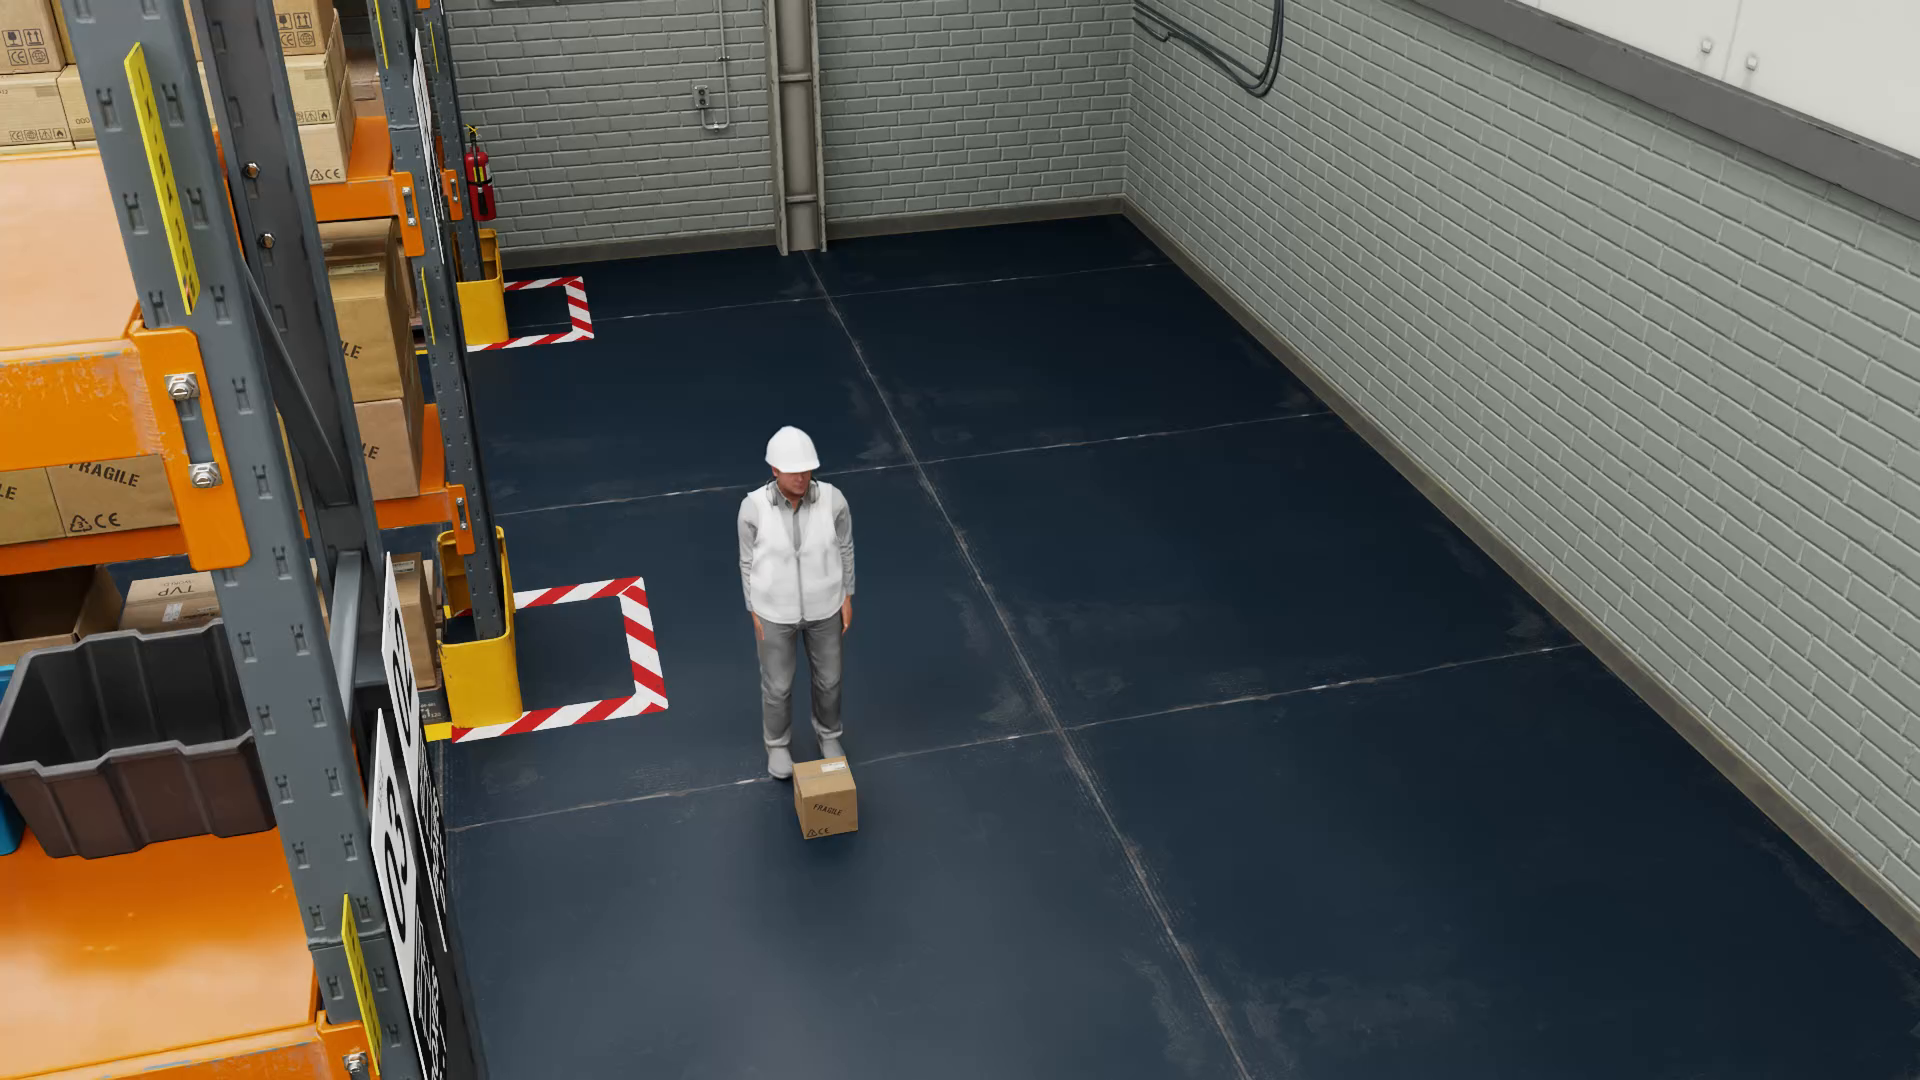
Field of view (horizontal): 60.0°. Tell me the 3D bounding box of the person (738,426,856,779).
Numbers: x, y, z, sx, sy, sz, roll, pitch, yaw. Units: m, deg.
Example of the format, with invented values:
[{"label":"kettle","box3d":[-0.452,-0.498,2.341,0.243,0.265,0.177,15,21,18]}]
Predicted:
[{"label":"person","box3d":[-0.736,0.308,7.712,0.531,1.792,0.359,-7,31,-12]}]
